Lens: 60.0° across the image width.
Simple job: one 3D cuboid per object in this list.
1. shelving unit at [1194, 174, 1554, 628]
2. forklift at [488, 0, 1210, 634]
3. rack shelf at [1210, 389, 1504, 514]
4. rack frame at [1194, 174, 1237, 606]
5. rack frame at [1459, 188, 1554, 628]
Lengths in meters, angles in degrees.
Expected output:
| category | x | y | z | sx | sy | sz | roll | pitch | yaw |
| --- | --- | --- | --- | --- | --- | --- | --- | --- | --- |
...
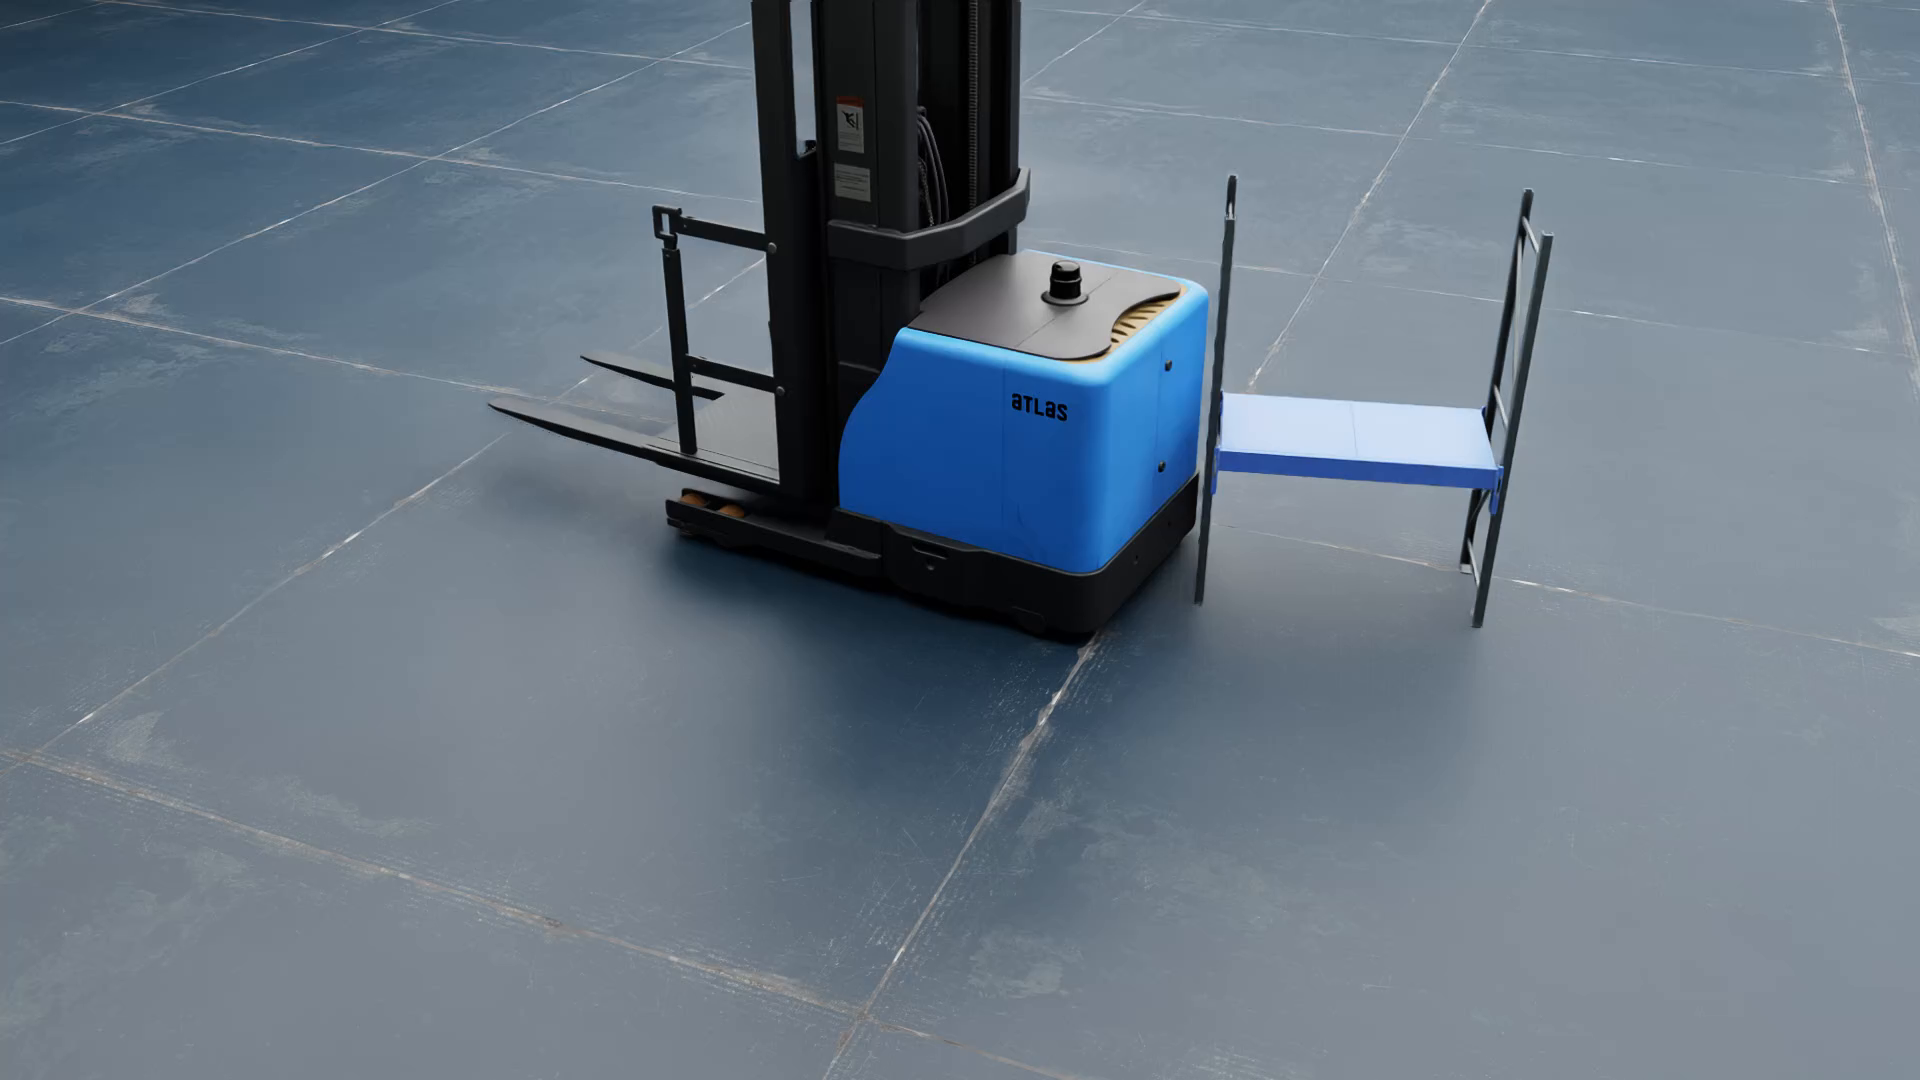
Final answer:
| category | x | y | z | sx | sy | sz | roll | pitch | yaw |
| --- | --- | --- | --- | --- | --- | --- | --- | --- | --- |
| shelving unit | 1.437 | -0.490 | 6.018 | 1.048 | 1.500 | 0.538 | 4 | 30 | 8 |
| forklift | -0.593 | -1.455 | 6.271 | 3.031 | 2.935 | 1.130 | 16 | 33 | 26 |
| rack shelf | 1.437 | -0.334 | 6.106 | 1.000 | 0.185 | 0.538 | 4 | 30 | 8 |
| rack frame | 0.935 | -0.529 | 6.087 | 0.032 | 1.500 | 0.500 | 4 | 30 | 8 |
| rack frame | 1.939 | -0.451 | 5.949 | 0.032 | 1.500 | 0.500 | 4 | 30 | 8 |
